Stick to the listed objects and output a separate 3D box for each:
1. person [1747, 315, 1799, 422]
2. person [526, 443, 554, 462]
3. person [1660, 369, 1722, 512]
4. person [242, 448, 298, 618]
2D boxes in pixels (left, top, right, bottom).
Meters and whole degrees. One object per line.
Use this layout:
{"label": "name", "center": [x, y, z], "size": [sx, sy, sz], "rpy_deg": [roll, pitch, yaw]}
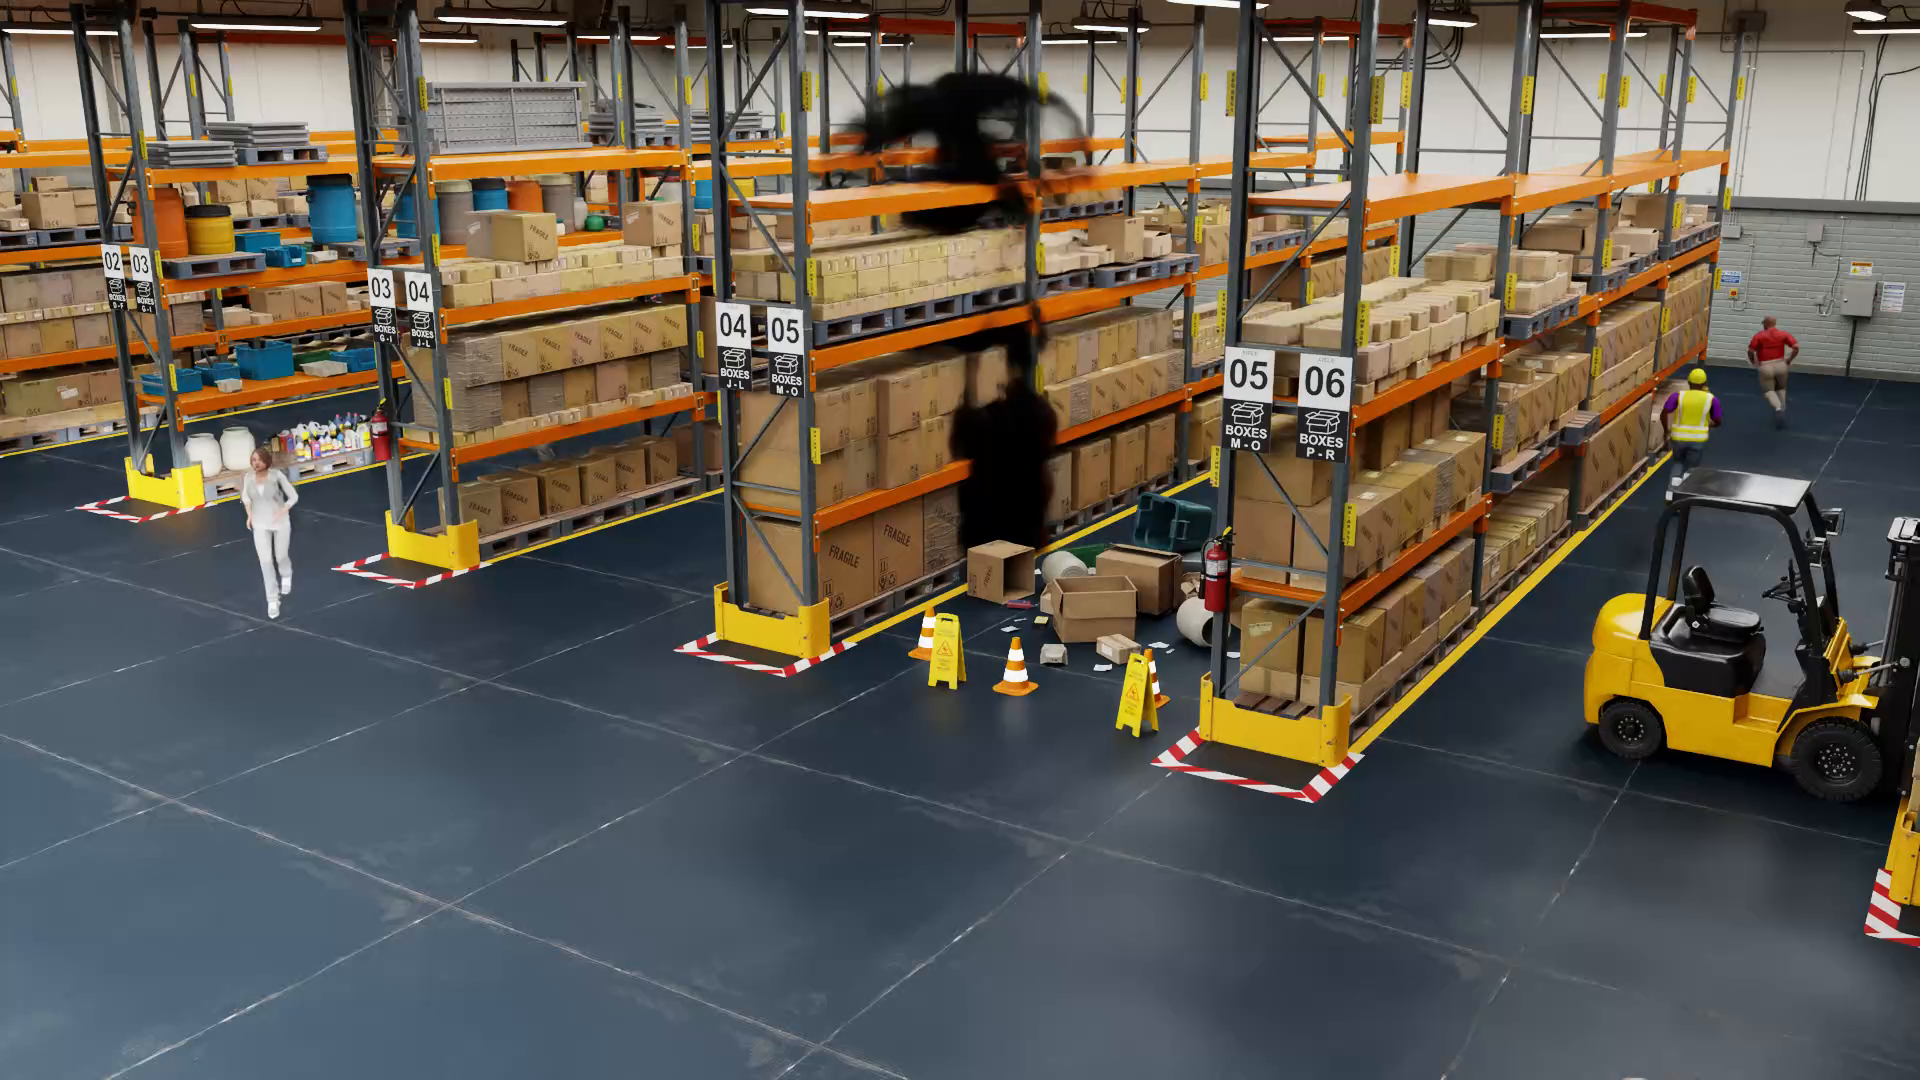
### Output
{"label": "person", "center": [12.462, -2.593, 25.563], "size": [0.735, 1.693, 0.705], "rpy_deg": [3, 16, 11]}
{"label": "person", "center": [-5.519, -1.615, 21.944], "size": [0.614, 1.648, 0.571], "rpy_deg": [6, 17, 22]}
{"label": "person", "center": [8.920, -1.228, 20.324], "size": [0.666, 1.751, 0.670], "rpy_deg": [9, 18, 31]}
{"label": "person", "center": [-6.698, -0.125, 16.222], "size": [0.532, 1.618, 0.759], "rpy_deg": [-3, 16, -11]}
